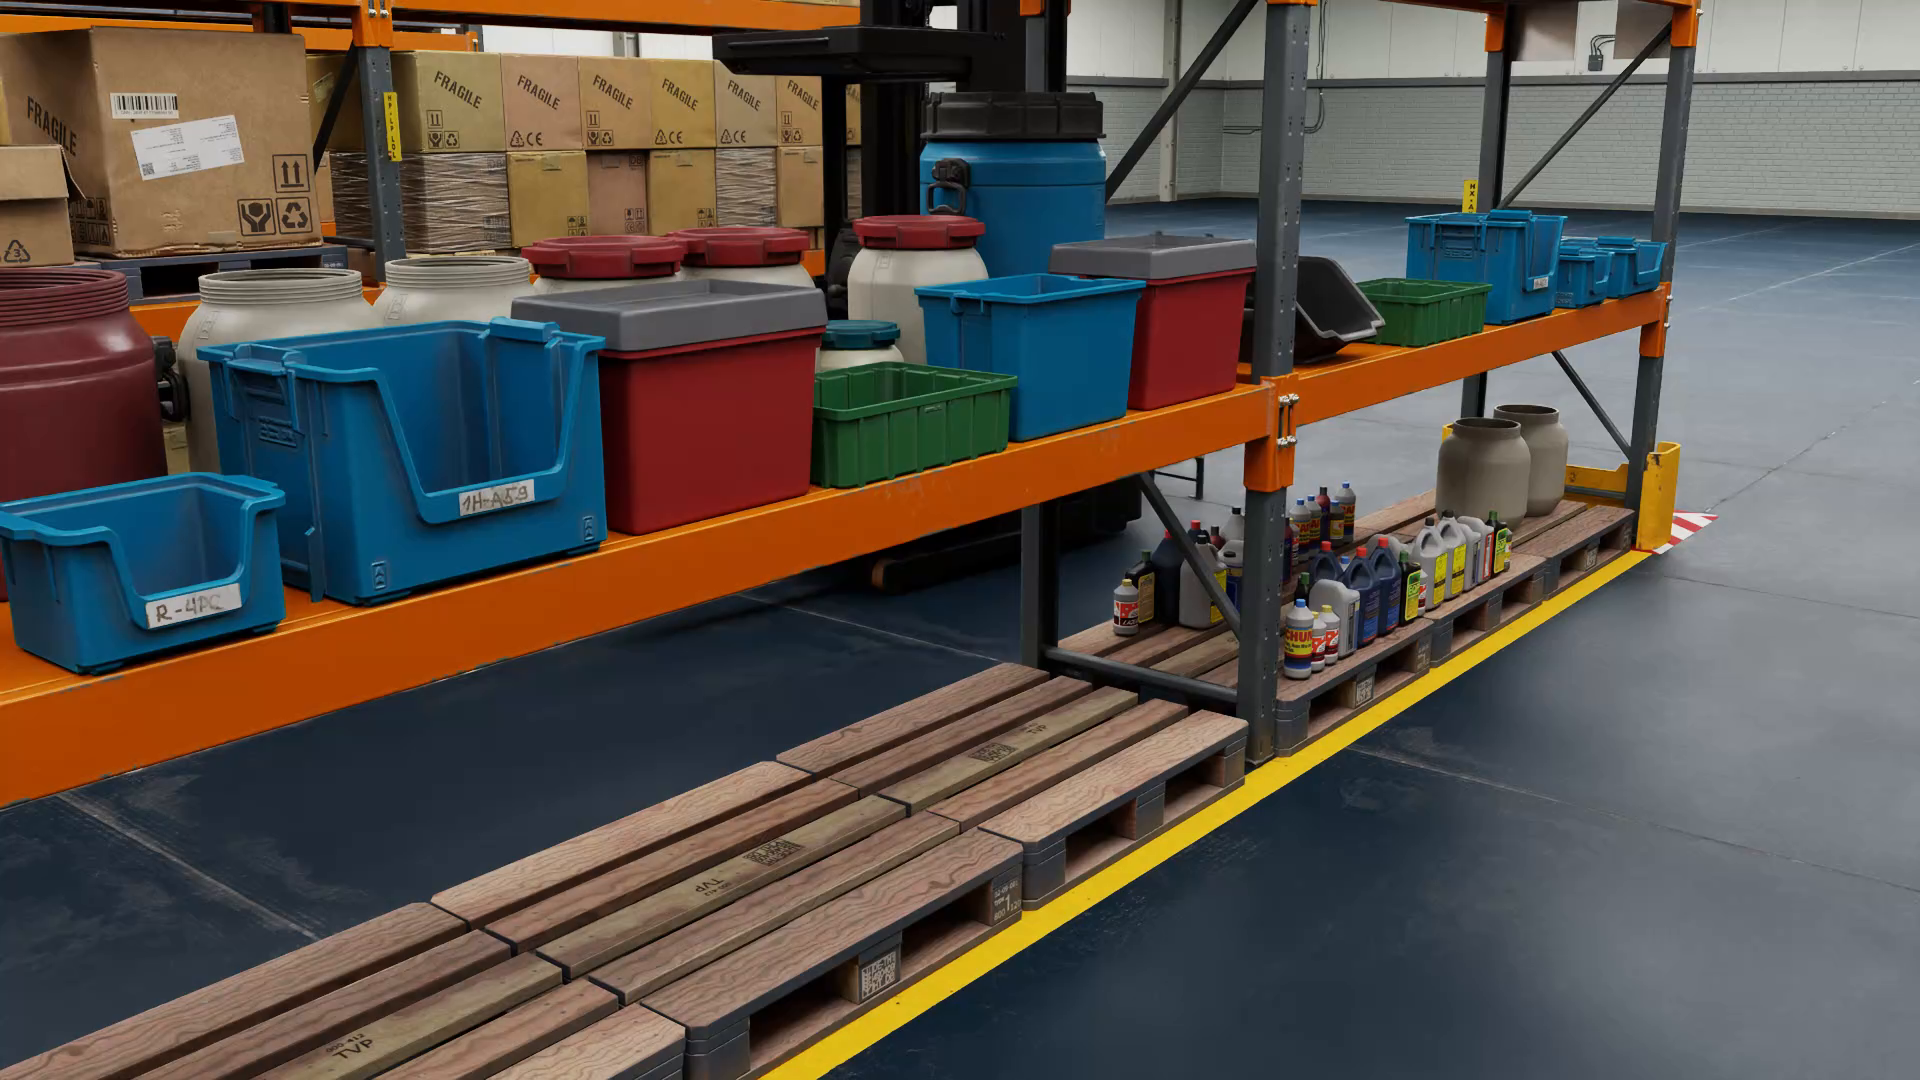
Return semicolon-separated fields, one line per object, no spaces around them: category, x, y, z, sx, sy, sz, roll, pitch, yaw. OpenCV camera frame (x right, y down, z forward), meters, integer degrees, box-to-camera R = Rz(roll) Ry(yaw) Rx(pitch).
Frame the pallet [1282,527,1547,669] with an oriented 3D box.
pallet;1.869;0.220;7.328;1.003;0.211;1.213;11;18;38

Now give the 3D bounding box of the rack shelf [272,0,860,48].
rack shelf;-1.947;-3.029;9.824;1.077;0.370;4.000;11;18;38

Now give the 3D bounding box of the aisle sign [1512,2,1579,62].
aisle sign;2.979;-2.860;8.508;0.394;0.787;0.004;11;18;38

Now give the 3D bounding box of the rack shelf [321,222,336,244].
rack shelf;-5.742;-2.362;13.291;1.077;0.370;4.000;11;18;38

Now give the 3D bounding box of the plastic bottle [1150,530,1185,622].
plastic bottle;0.829;0.128;6.513;0.144;0.351;0.185;11;18;36

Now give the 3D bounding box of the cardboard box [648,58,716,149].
cardboard box;-1.791;-2.554;9.747;0.500;0.500;0.500;11;18;38

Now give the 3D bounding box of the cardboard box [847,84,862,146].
cardboard box;-0.844;-2.841;10.875;0.500;0.500;0.500;11;18;38

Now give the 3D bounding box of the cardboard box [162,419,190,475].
cardboard box;-3.922;-0.340;8.053;0.700;0.500;0.500;11;18;37

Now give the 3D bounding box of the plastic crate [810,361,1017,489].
plastic crate;-0.227;-0.295;4.121;0.450;0.188;0.662;11;18;38

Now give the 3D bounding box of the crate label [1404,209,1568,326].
crate label;2.216;-1.163;7.039;0.502;0.435;0.616;11;18;38

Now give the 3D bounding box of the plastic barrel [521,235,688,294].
plastic barrel;-0.857;-0.468;4.096;0.433;0.535;0.433;0;14;0

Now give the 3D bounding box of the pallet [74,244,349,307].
pallet;-3.798;-1.324;8.133;1.003;0.211;1.213;11;18;38

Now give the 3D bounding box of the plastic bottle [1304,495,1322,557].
plastic bottle;1.565;-0.067;7.442;0.097;0.271;0.097;0;14;0

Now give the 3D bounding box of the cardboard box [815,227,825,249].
cardboard box;-0.984;-1.995;10.895;0.380;0.149;0.250;11;18;38

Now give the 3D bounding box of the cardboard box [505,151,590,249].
cardboard box;-2.532;-1.901;9.205;0.875;0.500;0.500;11;18;38

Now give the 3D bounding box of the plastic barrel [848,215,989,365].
plastic barrel;-0.124;-0.691;4.975;0.433;0.535;0.433;0;14;0

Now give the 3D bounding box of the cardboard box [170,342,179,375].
cardboard box;-5.986;-1.785;13.018;0.875;0.875;0.875;11;18;38

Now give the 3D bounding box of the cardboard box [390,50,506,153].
cardboard box;-2.724;-2.265;8.609;0.500;0.500;0.500;11;18;38

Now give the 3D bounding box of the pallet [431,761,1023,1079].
pallet;-0.582;0.968;4.384;1.003;0.211;1.213;11;18;38

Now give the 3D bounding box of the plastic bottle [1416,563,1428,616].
plastic bottle;1.793;0.191;6.567;0.097;0.201;0.097;0;14;0

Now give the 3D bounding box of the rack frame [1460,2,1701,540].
rack frame;3.162;-1.541;8.595;1.000;3.000;0.127;11;18;38

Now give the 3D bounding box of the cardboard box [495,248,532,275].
cardboard box;-2.533;-1.512;8.993;0.380;0.149;0.250;11;18;38

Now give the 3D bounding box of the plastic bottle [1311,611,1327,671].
plastic bottle;1.253;0.356;5.920;0.097;0.201;0.097;0;14;0

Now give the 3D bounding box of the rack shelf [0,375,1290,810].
rack shelf;-0.609;-0.043;4.161;1.077;0.370;4.000;11;18;38

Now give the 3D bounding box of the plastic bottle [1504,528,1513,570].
plastic bottle;2.349;0.022;7.234;0.097;0.201;0.097;0;14;0

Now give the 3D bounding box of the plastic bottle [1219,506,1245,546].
plastic bottle;1.152;0.030;6.901;0.144;0.351;0.185;11;18;37

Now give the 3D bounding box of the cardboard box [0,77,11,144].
cardboard box;-6.740;-2.989;11.800;0.875;0.550;0.550;11;18;38

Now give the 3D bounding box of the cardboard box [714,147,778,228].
cardboard box;-1.626;-2.195;10.365;0.875;0.500;0.500;11;18;38

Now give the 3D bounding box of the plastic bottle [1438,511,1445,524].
plastic bottle;2.086;0.010;7.115;0.061;0.283;0.133;11;18;38

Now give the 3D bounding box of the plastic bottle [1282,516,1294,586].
plastic bottle;1.341;0.048;6.965;0.061;0.283;0.133;11;18;38

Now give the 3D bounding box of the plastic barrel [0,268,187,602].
plastic barrel;-1.810;-0.210;3.082;0.600;0.536;0.708;11;18;38

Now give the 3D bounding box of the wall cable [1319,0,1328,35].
wall cable;10.439;-14.151;42.099;3.097;2.526;0.112;11;18;38

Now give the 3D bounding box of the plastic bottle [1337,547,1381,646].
plastic bottle;1.478;0.206;6.208;0.144;0.351;0.185;12;18;39

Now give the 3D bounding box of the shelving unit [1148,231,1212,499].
shelving unit;0.983;-0.935;9.259;0.755;1.500;0.431;-13;19;-42

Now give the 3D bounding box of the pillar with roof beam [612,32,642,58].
pillar with roof beam;-2.510;-9.154;26.379;9.100;9.000;0.400;11;18;38

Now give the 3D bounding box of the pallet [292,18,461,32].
pallet;-4.943;-4.361;13.786;1.003;0.211;1.213;11;18;38

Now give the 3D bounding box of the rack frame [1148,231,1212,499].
rack frame;1.250;-0.997;9.501;0.023;1.500;0.400;-13;19;-42

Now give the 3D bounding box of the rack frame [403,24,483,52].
rack frame;-4.485;-3.094;14.710;1.000;3.000;0.127;11;18;38

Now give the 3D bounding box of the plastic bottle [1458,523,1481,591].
plastic bottle;2.082;0.056;6.947;0.152;0.276;0.135;11;18;36

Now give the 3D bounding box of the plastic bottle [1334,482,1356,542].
plastic bottle;1.780;-0.133;7.700;0.097;0.271;0.097;0;14;0

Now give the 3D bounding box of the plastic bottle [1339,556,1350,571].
plastic bottle;1.475;0.198;6.400;0.097;0.271;0.097;0;14;0

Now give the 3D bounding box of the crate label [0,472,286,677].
crate label;-1.310;0.050;2.674;0.303;0.233;0.416;11;18;38

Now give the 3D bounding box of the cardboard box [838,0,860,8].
cardboard box;-0.796;-3.557;10.743;0.500;0.250;0.500;12;18;39

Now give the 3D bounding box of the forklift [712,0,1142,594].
forklift;-0.459;-1.315;7.846;3.031;2.935;1.130;-13;19;-41

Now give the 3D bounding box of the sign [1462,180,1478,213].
sign;2.737;-1.761;8.900;0.100;0.325;0.005;11;18;38
